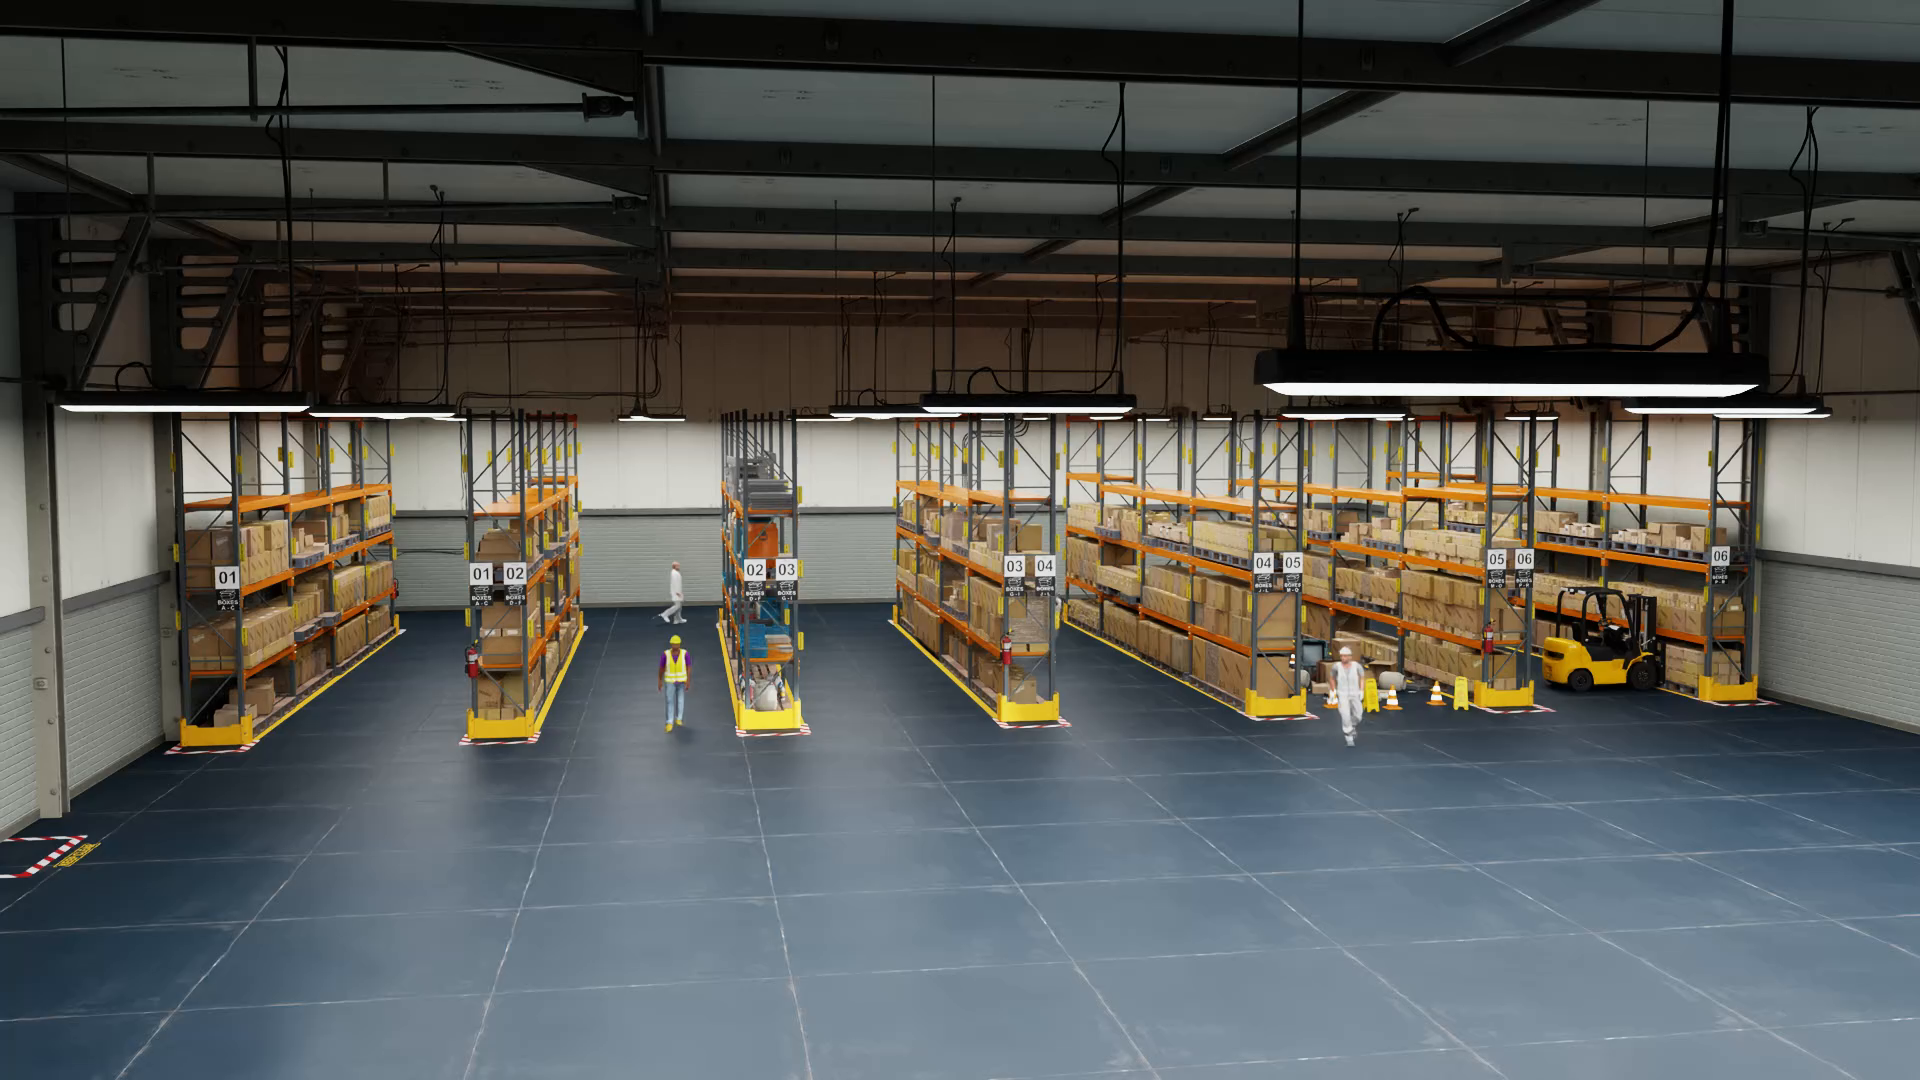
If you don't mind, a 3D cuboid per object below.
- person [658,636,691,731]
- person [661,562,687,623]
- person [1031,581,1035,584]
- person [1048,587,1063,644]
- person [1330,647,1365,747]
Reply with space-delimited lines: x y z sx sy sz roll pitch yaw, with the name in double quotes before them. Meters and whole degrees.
"person" -5.345 2.659 31.214 0.610 1.722 0.925 -1 4 -16
"person" -8.169 1.510 47.482 0.779 1.770 0.609 -2 4 -26
"person" 1.976 1.557 47.010 0.603 1.726 1.067 0 4 -7
"person" 2.245 1.936 40.488 0.455 1.654 0.882 -1 4 -13
"person" 6.925 2.776 29.740 0.586 1.756 0.678 0 4 3
